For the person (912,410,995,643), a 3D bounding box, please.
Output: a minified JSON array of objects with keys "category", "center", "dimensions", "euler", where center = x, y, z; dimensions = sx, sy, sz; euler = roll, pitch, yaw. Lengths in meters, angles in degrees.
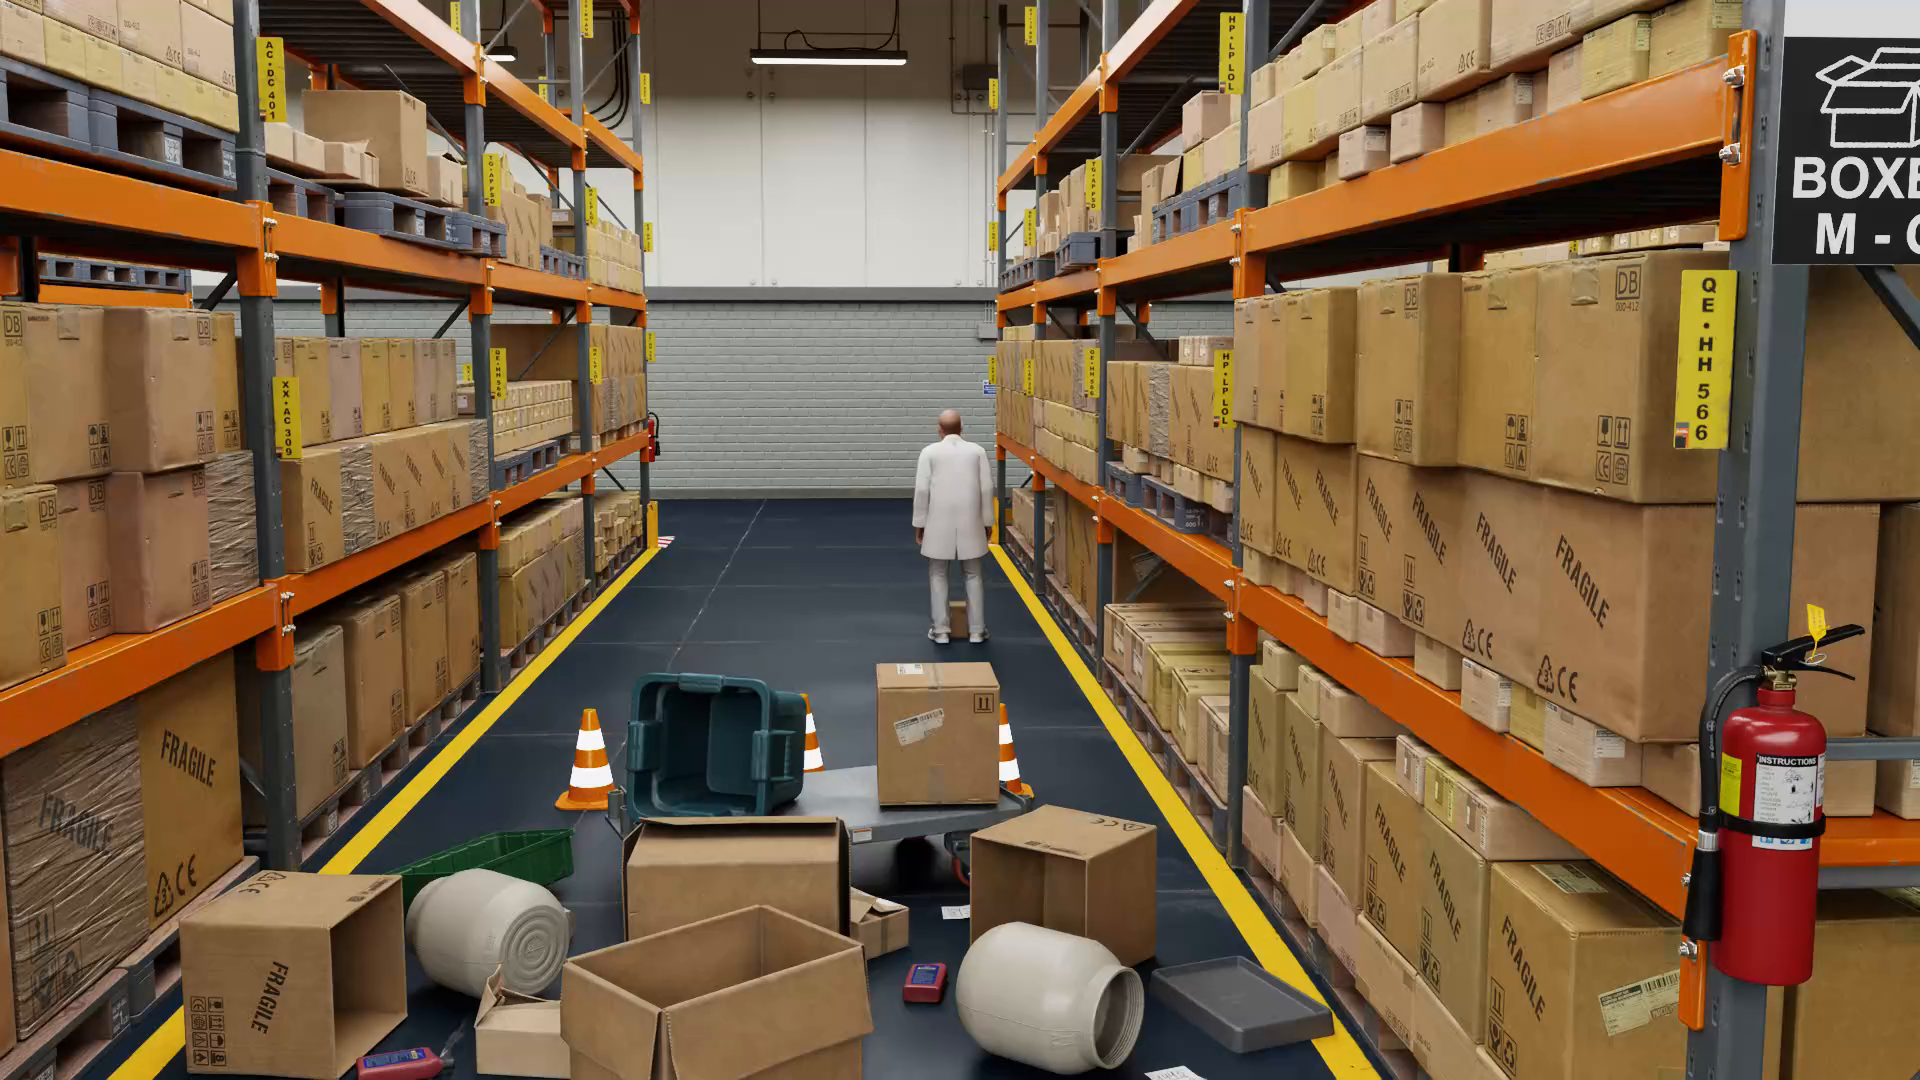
[{"category":"person","center":[-0.049,-0.104,12.692],"dimensions":[0.642,1.772,0.429],"euler":[-1,7,-6]}]
